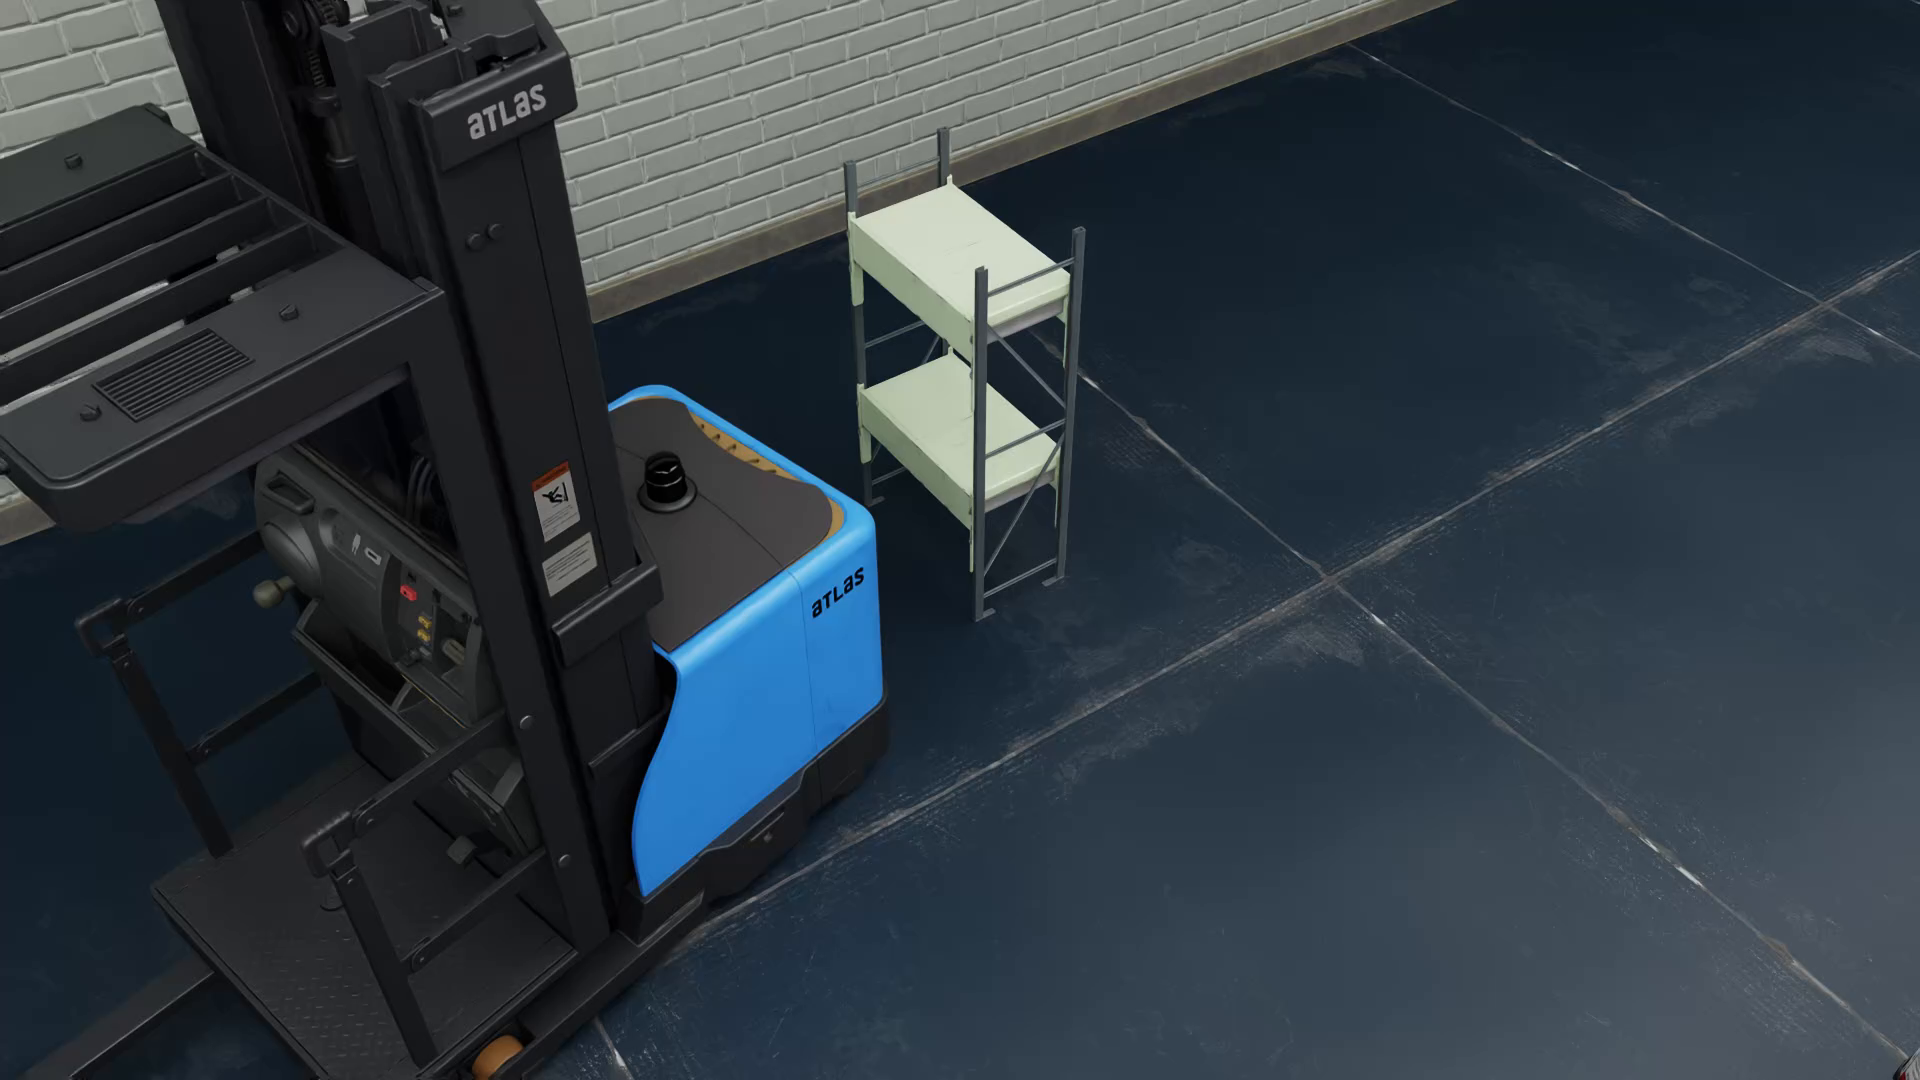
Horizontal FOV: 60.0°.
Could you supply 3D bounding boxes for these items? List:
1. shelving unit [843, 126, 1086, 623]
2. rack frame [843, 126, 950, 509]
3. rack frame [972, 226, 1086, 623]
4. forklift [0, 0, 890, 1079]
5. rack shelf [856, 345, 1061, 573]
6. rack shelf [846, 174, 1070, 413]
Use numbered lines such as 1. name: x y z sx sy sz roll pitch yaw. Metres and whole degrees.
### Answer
1. shelving unit: 0.004 -0.539 5.728 0.431 1.500 0.755 -26 49 -24
2. rack frame: -0.206 -0.746 5.945 0.400 1.500 0.023 -26 49 -24
3. rack frame: 0.213 -0.331 5.511 0.400 1.500 0.023 -26 49 -24
4. forklift: -1.582 0.184 3.935 1.130 2.935 3.031 31 52 29
5. rack shelf: 0.004 -0.303 5.953 0.431 0.370 0.720 -26 49 -24
6. rack shelf: 0.004 -0.821 5.459 0.431 0.370 0.720 -26 49 -24
